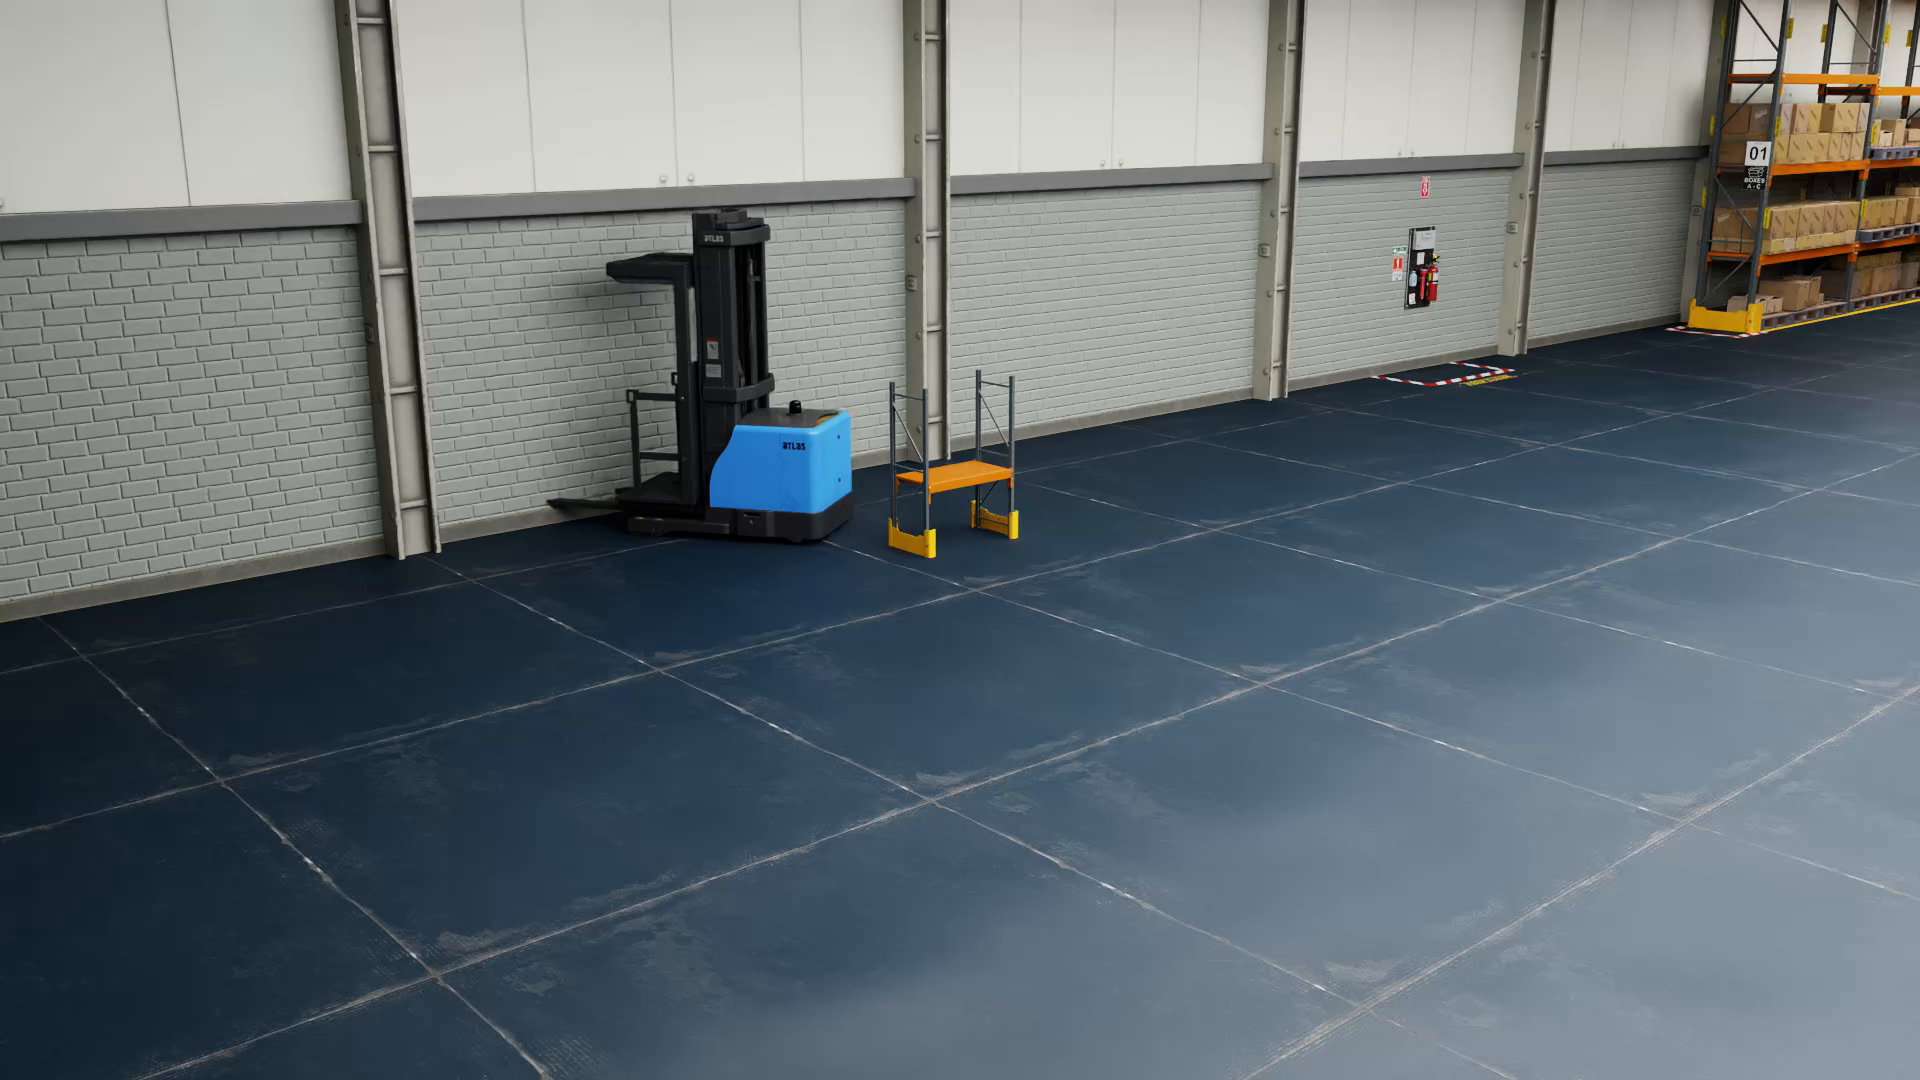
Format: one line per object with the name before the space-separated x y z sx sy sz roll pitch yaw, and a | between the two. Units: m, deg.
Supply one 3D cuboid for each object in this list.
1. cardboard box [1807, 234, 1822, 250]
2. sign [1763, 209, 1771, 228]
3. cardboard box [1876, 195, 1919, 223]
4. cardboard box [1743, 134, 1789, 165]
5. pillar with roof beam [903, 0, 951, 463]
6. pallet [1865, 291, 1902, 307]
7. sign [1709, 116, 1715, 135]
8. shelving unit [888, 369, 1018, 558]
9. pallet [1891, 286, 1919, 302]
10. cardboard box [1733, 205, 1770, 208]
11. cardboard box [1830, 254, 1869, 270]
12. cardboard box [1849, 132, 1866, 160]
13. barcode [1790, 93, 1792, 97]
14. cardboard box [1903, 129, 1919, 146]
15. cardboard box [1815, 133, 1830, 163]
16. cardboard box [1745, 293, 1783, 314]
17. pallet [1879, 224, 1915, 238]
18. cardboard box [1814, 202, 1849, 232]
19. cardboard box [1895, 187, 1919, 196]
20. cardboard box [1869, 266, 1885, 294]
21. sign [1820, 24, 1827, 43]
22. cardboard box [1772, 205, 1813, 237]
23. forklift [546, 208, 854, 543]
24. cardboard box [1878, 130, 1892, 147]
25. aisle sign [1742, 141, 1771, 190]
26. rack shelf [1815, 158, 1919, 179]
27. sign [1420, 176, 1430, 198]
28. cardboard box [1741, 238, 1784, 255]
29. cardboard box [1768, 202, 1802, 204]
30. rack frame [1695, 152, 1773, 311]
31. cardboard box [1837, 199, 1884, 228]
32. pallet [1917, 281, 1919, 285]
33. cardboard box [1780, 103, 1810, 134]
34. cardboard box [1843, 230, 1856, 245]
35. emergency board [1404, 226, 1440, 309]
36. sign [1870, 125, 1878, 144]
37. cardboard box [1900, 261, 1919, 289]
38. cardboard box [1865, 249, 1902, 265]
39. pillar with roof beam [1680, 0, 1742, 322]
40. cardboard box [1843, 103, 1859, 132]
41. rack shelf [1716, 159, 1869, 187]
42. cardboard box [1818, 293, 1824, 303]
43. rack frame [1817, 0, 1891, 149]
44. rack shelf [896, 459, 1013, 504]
cardboard box | 14.998 -5.337 29.669 0.500 0.250 0.500 -12 19 -39
sign | 13.624 -5.430 28.090 0.005 0.325 0.100 -13 19 -39
cardboard box | 18.551 -6.552 32.921 0.700 0.500 0.500 14 20 42
cardboard box | 13.684 -6.633 28.224 0.500 0.500 0.500 -12 19 -38
pillar with roof beam | 2.475 -4.416 14.344 0.400 9.000 9.100 -13 19 -39
pallet | 17.792 -4.788 32.766 1.213 0.211 1.003 -13 19 -39
sign | 12.918 -7.106 28.513 0.005 0.325 0.100 -13 19 -39
shelving unit | -0.058 -0.712 15.008 1.083 1.500 0.587 -13 19 -39
pallet | 18.712 -4.994 33.536 1.213 0.211 1.003 -13 19 -39
cardboard box | 13.870 -5.622 29.283 0.500 0.500 0.500 -12 19 -39
cardboard box | 17.160 -5.366 32.063 0.500 0.250 0.500 -13 20 -41
cardboard box | 16.065 -7.168 30.229 0.500 0.500 0.500 -12 19 -38
barcode | 14.954 -8.011 29.933 0.075 0.075 0.001 -13 19 -39
cardboard box | 18.264 -7.780 32.513 0.637 0.503 0.797 -9 18 -32
cardboard box | 14.892 -6.900 29.226 0.500 0.500 0.500 -11 19 -36
cardboard box | 14.279 -4.227 29.622 0.500 0.311 0.500 -11 18 -35
pallet | 17.836 -6.037 32.410 1.213 0.211 1.003 -13 19 -39
cardboard box | 15.759 -5.869 30.208 0.500 0.500 0.500 -13 20 -40
cardboard box | 18.829 -6.925 33.061 0.380 0.149 0.250 12 19 38
cardboard box | 17.598 -5.104 32.537 0.500 0.500 0.700 -12 19 -39
sign | 15.917 -9.328 30.619 0.005 0.325 0.100 -13 19 -39
cardboard box | 14.598 -5.608 29.230 0.500 0.500 0.500 -13 20 -41
forklift | -2.591 -1.576 15.469 3.031 2.935 1.130 4 15 14
cardboard box | 17.215 -7.586 31.383 0.500 0.311 0.500 -12 19 -38
aisle sign | 13.410 -6.303 27.997 0.004 0.787 0.394 -13 19 -39
rack shelf | 17.794 -7.236 32.108 4.000 0.370 1.077 -13 19 -39
sign | 6.741 -5.115 24.095 0.199 0.298 0.001 -13 19 -39
cardboard box | 13.844 -5.076 28.691 0.500 0.250 0.500 -13 20 -41
cardboard box | 15.021 -5.886 30.270 0.500 0.500 0.500 -12 19 -38
rack frame | 13.268 -5.118 28.597 0.127 3.000 1.000 -13 19 -39
cardboard box | 17.118 -6.229 31.711 0.500 0.500 0.700 -10 18 -34
pallet | 19.947 -5.245 34.475 1.213 0.211 1.003 -13 19 -39
cardboard box | 14.129 -7.201 28.414 0.500 0.500 0.500 -13 20 -40
cardboard box | 16.127 -5.593 30.629 0.500 0.250 0.500 -13 19 -39
emergency board | 6.812 -3.977 24.326 0.643 1.169 0.194 -13 19 -39
sign | 16.647 -7.390 30.289 0.005 0.325 0.100 -13 19 -39
cardboard box | 18.794 -5.346 33.441 0.500 0.500 0.700 -12 19 -39
cardboard box | 18.323 -5.624 33.029 0.500 0.250 0.500 -12 19 -38
pillar with roof beam | 16.054 -7.465 25.759 0.400 9.000 9.100 -13 19 -39
cardboard box | 15.677 -7.552 29.729 0.500 0.500 0.500 -11 19 -36
rack shelf | 14.776 -6.558 29.571 4.000 0.370 1.077 -13 19 -39
cardboard box | 15.901 -4.542 31.081 0.380 0.166 0.250 13 20 40
rack frame | 16.285 -8.694 30.359 0.127 3.000 1.000 -13 19 -39
rack shelf | -0.064 -0.536 15.049 1.000 0.185 0.538 -13 19 -39
